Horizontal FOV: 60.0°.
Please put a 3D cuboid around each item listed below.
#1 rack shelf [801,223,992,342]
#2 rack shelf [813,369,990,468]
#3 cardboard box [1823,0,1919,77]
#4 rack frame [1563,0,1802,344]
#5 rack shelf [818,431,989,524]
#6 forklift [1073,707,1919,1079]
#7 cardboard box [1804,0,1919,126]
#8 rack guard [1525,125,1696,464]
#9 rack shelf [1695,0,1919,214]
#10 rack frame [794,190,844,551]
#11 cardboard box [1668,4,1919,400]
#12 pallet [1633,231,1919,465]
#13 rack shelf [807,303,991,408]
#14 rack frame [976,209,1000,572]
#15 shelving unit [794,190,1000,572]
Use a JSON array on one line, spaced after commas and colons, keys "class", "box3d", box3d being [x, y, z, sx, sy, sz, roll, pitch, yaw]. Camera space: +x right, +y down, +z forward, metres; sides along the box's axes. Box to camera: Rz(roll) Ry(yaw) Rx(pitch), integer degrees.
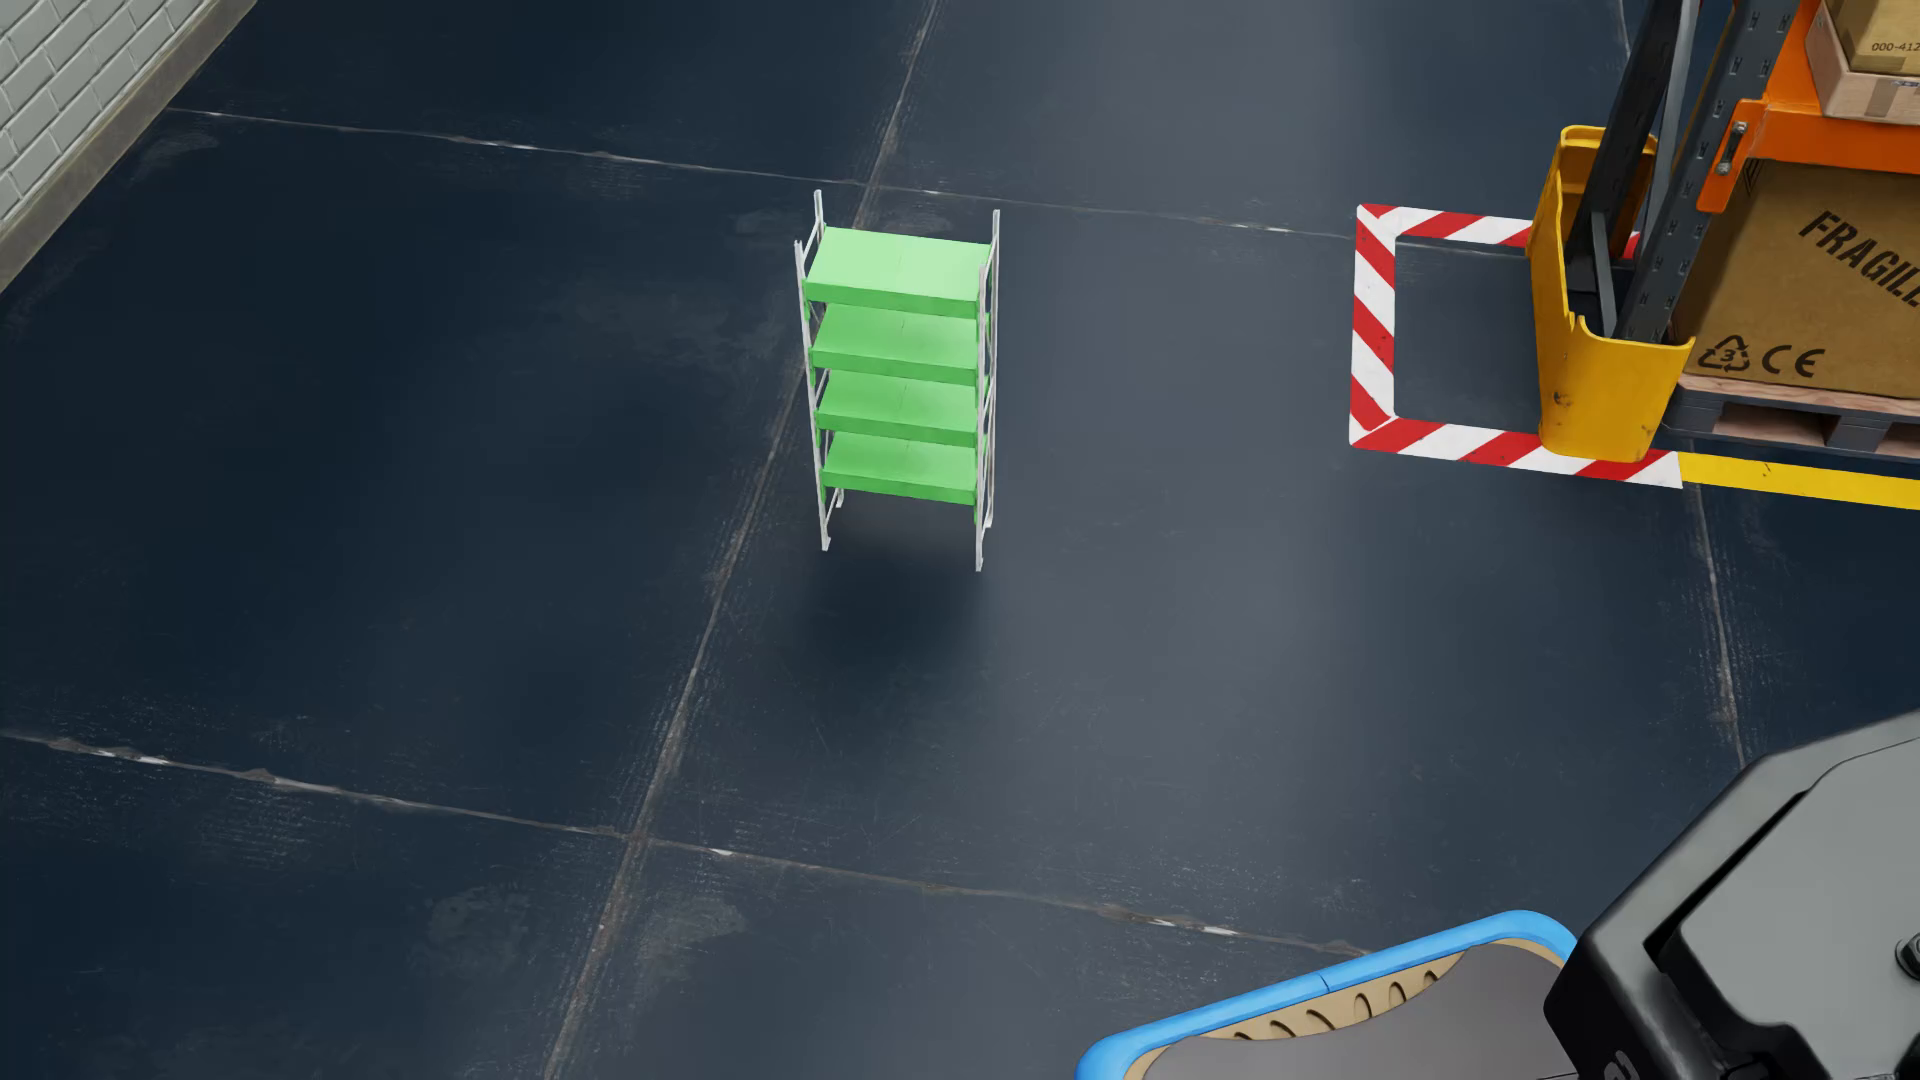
[{"class": "rack shelf", "box3d": [-0.163, -0.701, 4.514, 0.480, 0.148, 0.258, 8, 49, 7]}, {"class": "rack shelf", "box3d": [-0.163, -0.380, 4.871, 0.480, 0.148, 0.258, 8, 49, 7]}, {"class": "cardboard box", "box3d": [2.645, -1.482, 4.466, 0.500, 0.250, 0.500, 7, 48, 6]}, {"class": "rack frame", "box3d": [2.221, -1.694, 4.756, 0.127, 3.000, 1.000, 8, 49, 7]}, {"class": "rack shelf", "box3d": [-0.163, -0.220, 5.049, 0.480, 0.148, 0.258, 8, 49, 7]}, {"class": "forklift", "box3d": [1.127, 1.587, 1.853, 1.130, 2.935, 3.031, -14, 49, -12]}, {"class": "cardboard box", "box3d": [2.511, -1.322, 4.590, 0.250, 0.149, 0.380, 8, 49, 7]}, {"class": "rack guard", "box3d": [2.197, -0.862, 5.688, 0.348, 0.500, 1.175, 8, 49, 7]}, {"class": "rack shelf", "box3d": [4.189, -1.189, 4.786, 4.000, 0.370, 1.077, 8, 49, 7]}, {"class": "rack frame", "box3d": [-0.403, -0.455, 4.852, 0.015, 1.200, 0.240, 8, 49, 7]}, {"class": "cardboard box", "box3d": [2.865, -1.098, 5.366, 0.875, 0.875, 0.875, 8, 49, 7]}, {"class": "pallet", "box3d": [3.021, -0.714, 5.749, 1.213, 0.211, 1.003, 8, 49, 7]}, {"class": "rack shelf", "box3d": [-0.163, -0.541, 4.692, 0.480, 0.148, 0.258, 8, 49, 7]}, {"class": "rack frame", "box3d": [0.077, -0.391, 4.794, 0.015, 1.200, 0.240, 8, 49, 7]}, {"class": "shelving unit", "box3d": [-0.163, -0.423, 4.823, 0.503, 1.200, 0.258, 8, 49, 7]}]
